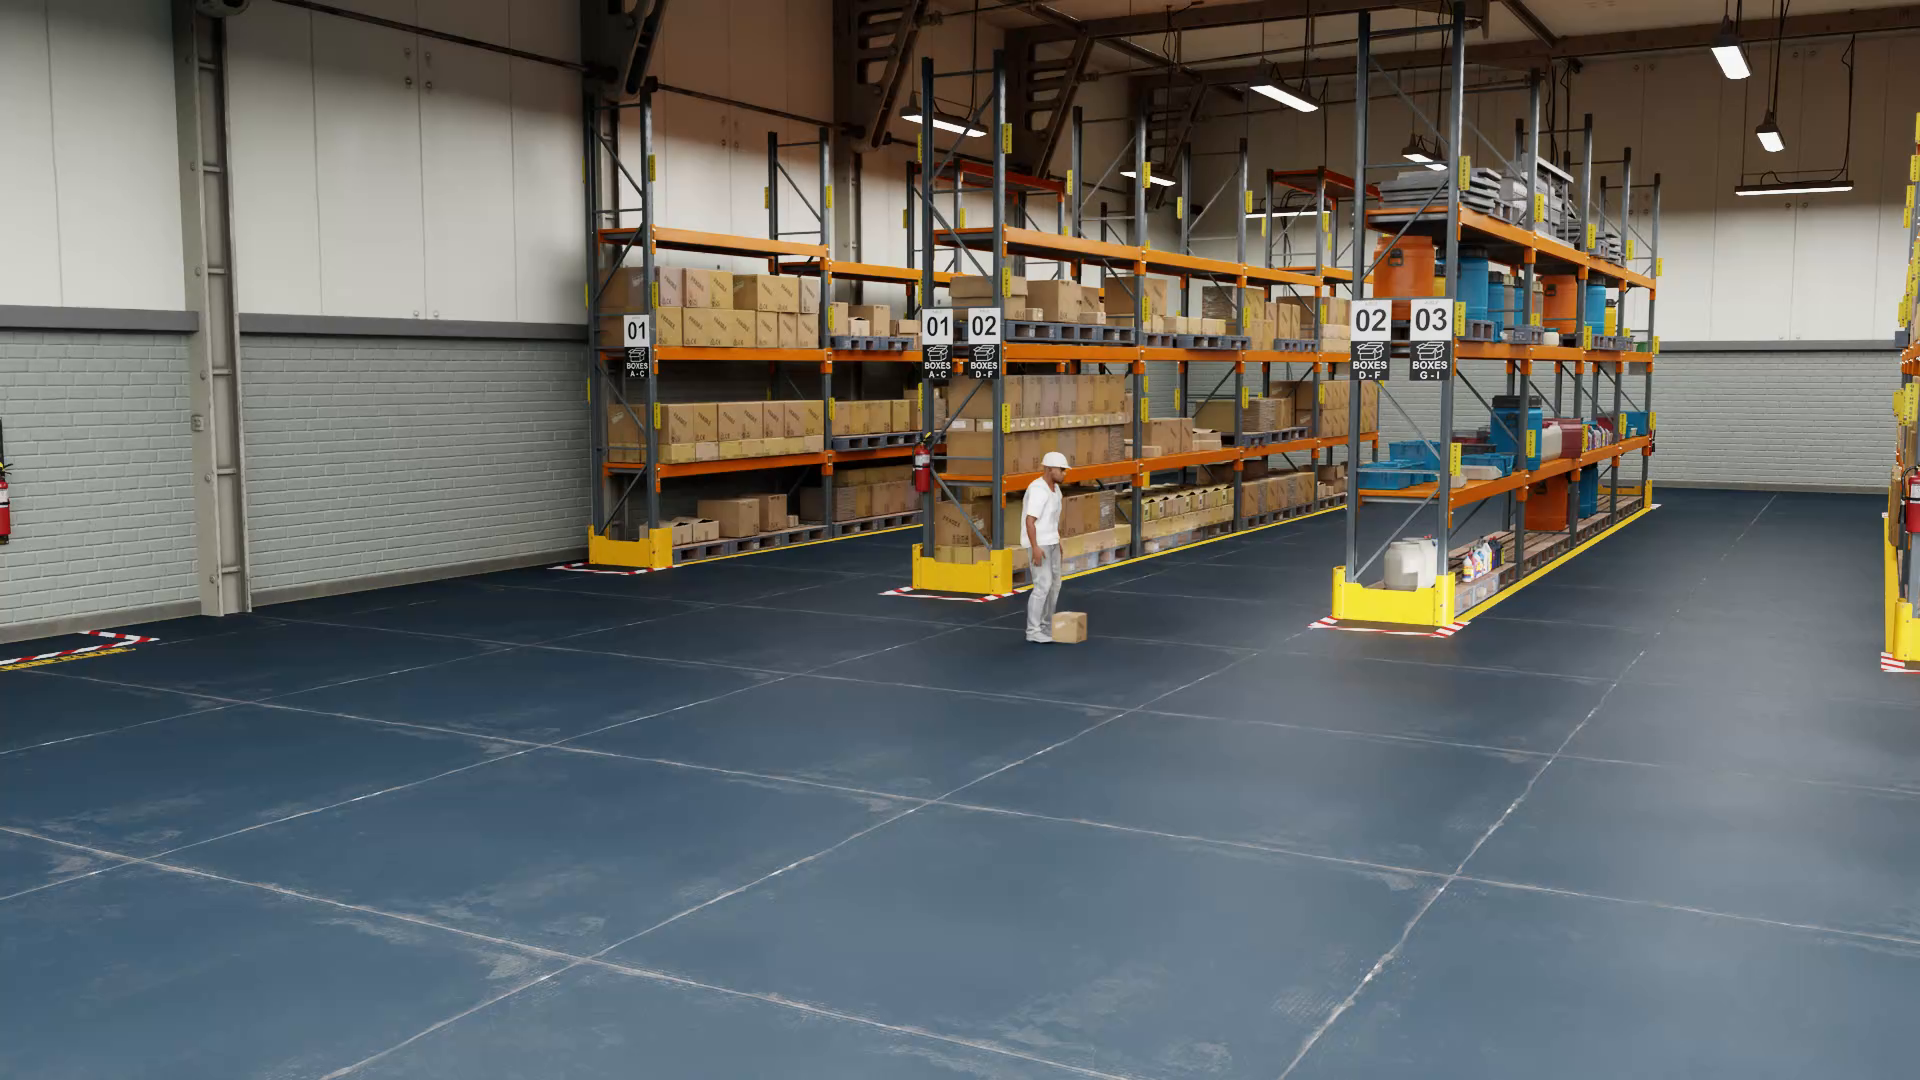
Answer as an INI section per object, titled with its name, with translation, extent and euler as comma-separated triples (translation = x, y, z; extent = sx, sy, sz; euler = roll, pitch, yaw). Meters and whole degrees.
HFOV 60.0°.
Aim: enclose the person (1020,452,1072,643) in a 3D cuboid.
[person]
translation = 0.811, 0.057, 15.527
extent = 0.462, 1.755, 0.623
euler = 3, 7, 26
